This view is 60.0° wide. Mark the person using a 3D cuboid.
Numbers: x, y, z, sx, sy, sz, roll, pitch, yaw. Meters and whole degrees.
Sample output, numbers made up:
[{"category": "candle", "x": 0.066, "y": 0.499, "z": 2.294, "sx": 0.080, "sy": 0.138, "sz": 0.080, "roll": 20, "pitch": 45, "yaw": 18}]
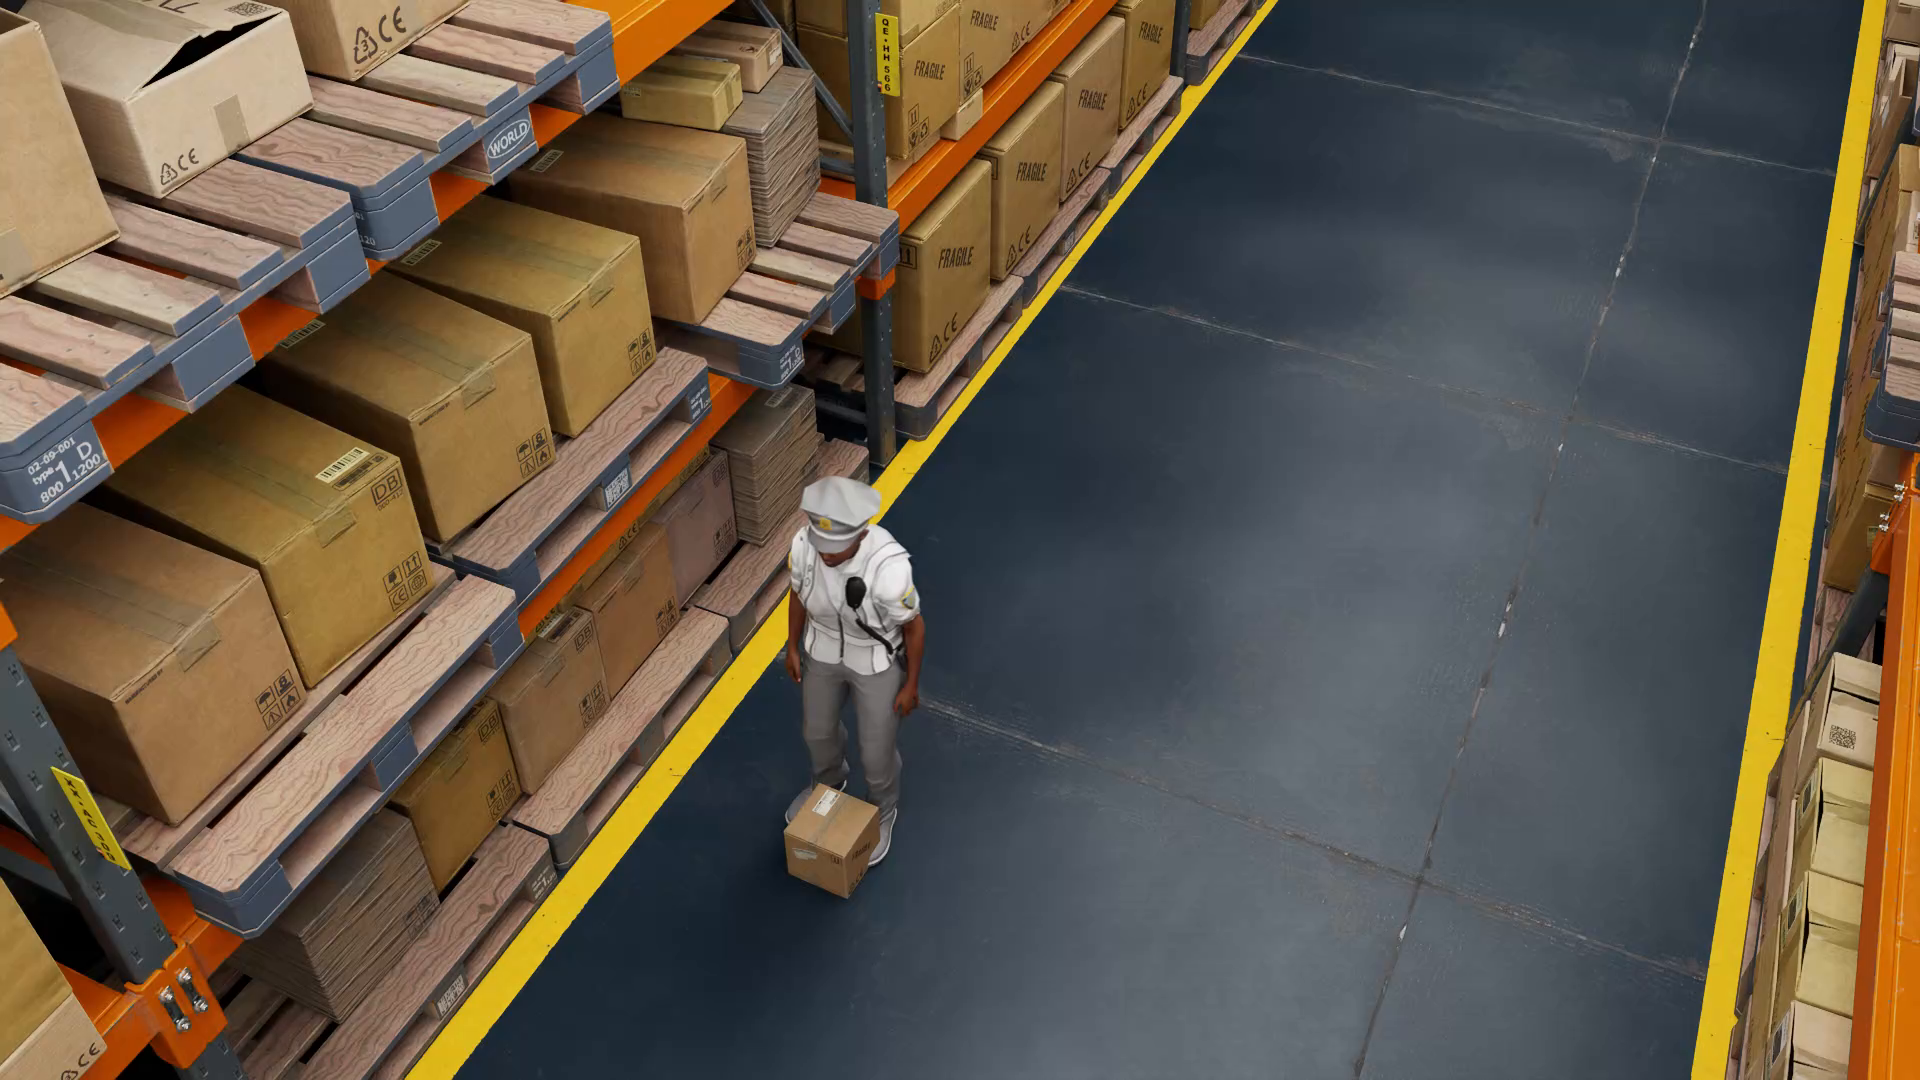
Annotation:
[{"category": "person", "x": -0.375, "y": 0.429, "z": 5.689, "sx": 0.520, "sy": 1.658, "sz": 0.417, "roll": 17, "pitch": 45, "yaw": 17}]
